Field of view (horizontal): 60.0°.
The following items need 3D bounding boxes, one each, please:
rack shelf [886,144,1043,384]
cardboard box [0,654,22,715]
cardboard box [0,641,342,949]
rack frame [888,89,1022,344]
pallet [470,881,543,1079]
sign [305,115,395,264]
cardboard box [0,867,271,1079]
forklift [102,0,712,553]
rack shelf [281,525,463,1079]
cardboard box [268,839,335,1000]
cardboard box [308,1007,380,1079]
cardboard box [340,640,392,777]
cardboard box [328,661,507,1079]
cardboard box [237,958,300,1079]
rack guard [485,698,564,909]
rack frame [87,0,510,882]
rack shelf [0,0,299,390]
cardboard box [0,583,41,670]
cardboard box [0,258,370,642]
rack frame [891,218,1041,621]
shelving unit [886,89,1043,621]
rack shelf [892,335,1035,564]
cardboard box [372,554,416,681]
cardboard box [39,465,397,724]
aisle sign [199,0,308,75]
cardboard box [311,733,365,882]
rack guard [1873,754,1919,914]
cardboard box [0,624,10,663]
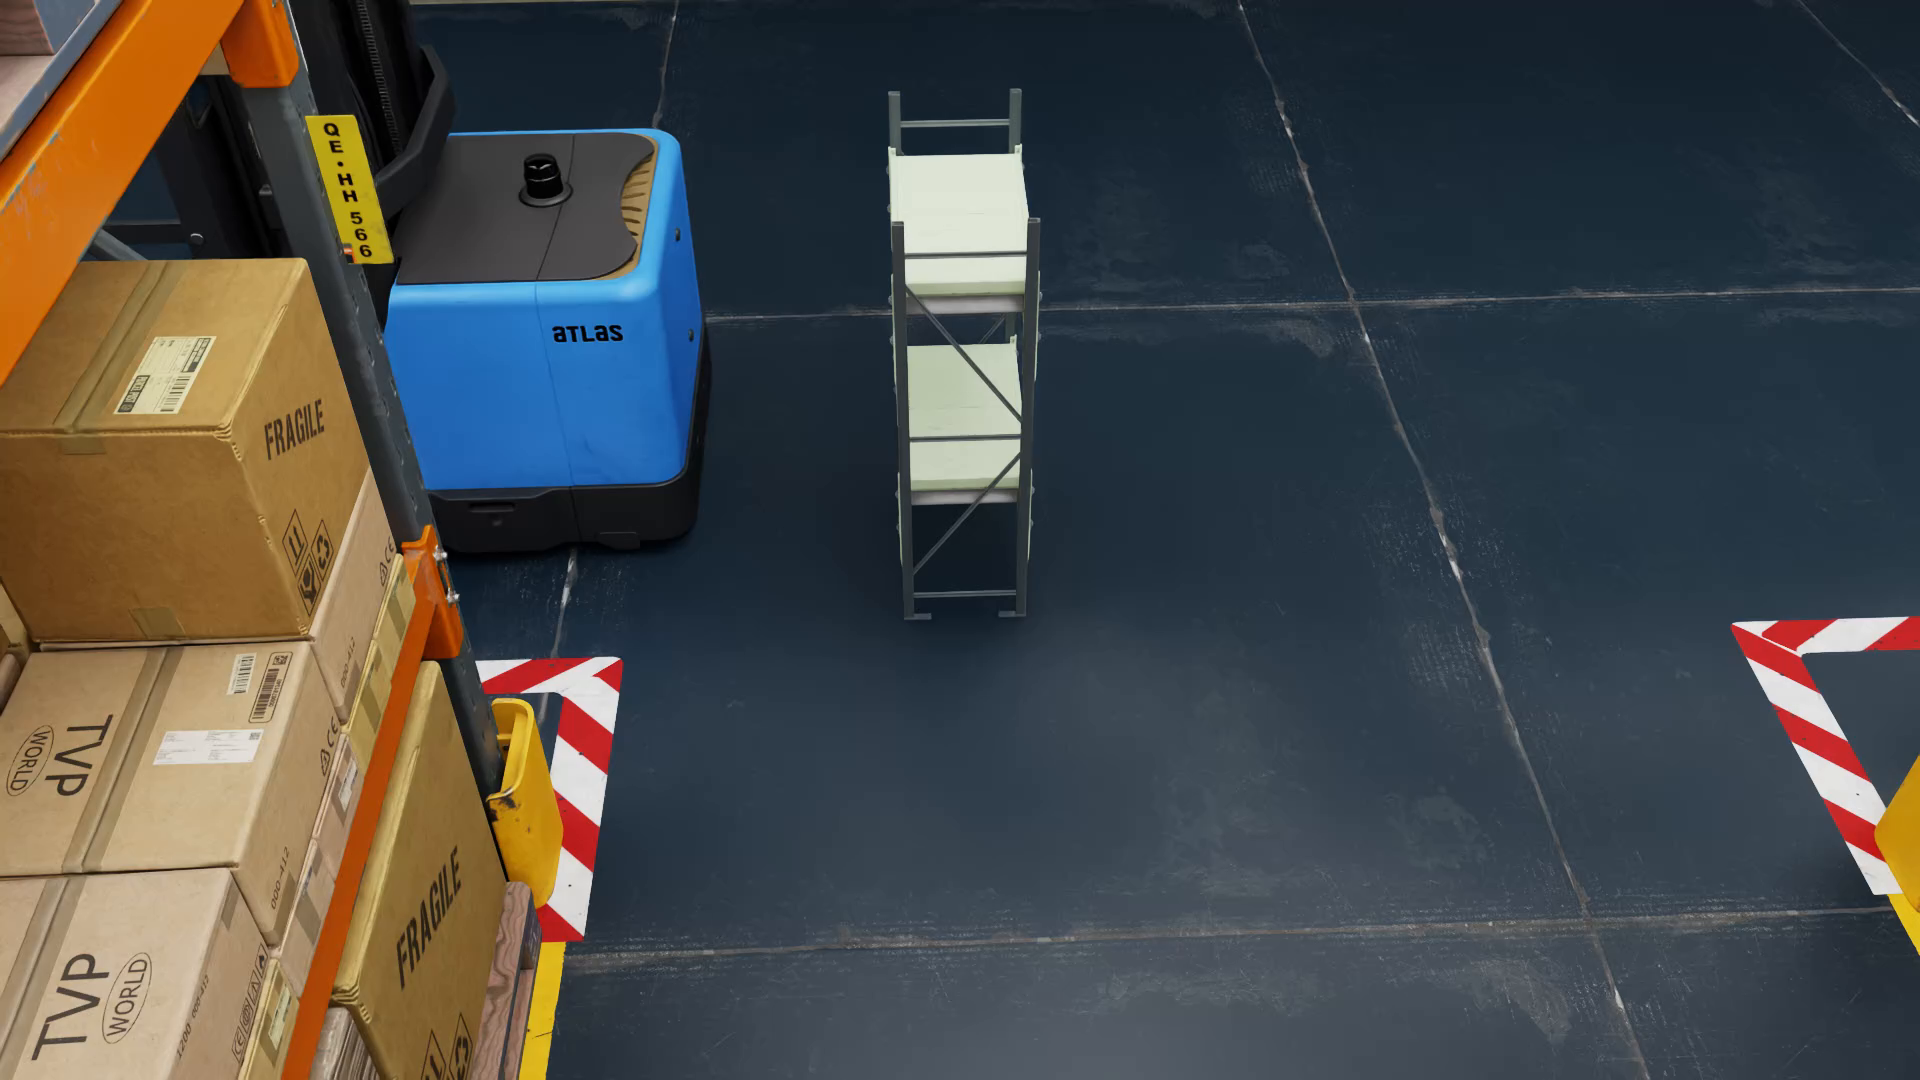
[{"bbox_3d":[0.000,-0.836,4.975,0.431,0.370,0.720,-2,43,-2],"label":"rack shelf"},{"bbox_3d":[-1.952,0.471,2.907,0.500,0.250,0.500,-2,43,-2],"label":"cardboard box"},{"bbox_3d":[-1.424,0.451,2.929,0.500,0.250,0.500,-2,43,-3],"label":"cardboard box"},{"bbox_3d":[-0.015,-0.795,5.508,0.400,1.500,0.023,-2,43,-2],"label":"rack frame"},{"bbox_3d":[-1.619,1.408,4.057,1.003,0.211,1.213,-2,43,-2],"label":"pallet"},{"bbox_3d":[-1.188,-0.677,3.237,0.100,0.325,0.005,-2,43,-2],"label":"sign"},{"bbox_3d":[-1.403,0.794,2.555,0.500,0.250,0.500,-3,43,-3],"label":"cardboard box"},{"bbox_3d":[-2.440,-1.340,5.043,3.031,2.935,1.130,-2,43,-2],"label":"forklift"},{"bbox_3d":[-1.646,1.458,2.472,1.077,0.370,4.000,-2,43,-2],"label":"rack shelf"},{"bbox_3d":[-1.355,0.681,2.973,0.380,0.149,0.250,-1,43,-1],"label":"cardboard box"},{"bbox_3d":[-1.585,1.515,3.138,0.875,0.875,0.875,-2,43,-2],"label":"cardboard box"},{"bbox_3d":[-1.374,0.342,3.343,0.380,0.149,0.250,-1,43,-1],"label":"cardboard box"},{"bbox_3d":[-1.624,0.901,3.809,0.875,0.875,0.875,-2,43,-2],"label":"cardboard box"},{"bbox_3d":[-1.342,0.856,2.782,0.380,0.149,0.250,-3,43,-3],"label":"cardboard box"},{"bbox_3d":[-1.732,0.748,4.564,1.175,0.500,0.348,-2,43,-2],"label":"rack guard"},{"bbox_3d":[-1.731,-0.157,3.702,1.000,3.000,0.127,-2,43,-2],"label":"rack frame"},{"bbox_3d":[-1.646,0.353,1.458,1.077,0.370,4.000,-2,43,-2],"label":"rack shelf"},{"bbox_3d":[-1.980,0.120,3.290,0.500,0.250,0.500,-3,43,-3],"label":"cardboard box"},{"bbox_3d":[-1.448,-0.167,3.048,0.500,0.500,0.500,-1,43,-1],"label":"cardboard box"},{"bbox_3d":[0.016,-0.301,4.969,0.400,1.500,0.023,-2,43,-2],"label":"rack frame"},{"bbox_3d":[0.000,-0.548,5.238,0.431,1.500,0.755,-2,43,-2],"label":"shelving unit"},{"bbox_3d":[0.000,-0.308,5.459,0.431,0.370,0.720,-2,43,-2],"label":"rack shelf"},{"bbox_3d":[-1.387,0.166,3.534,0.380,0.149,0.250,-1,43,-1],"label":"cardboard box"},{"bbox_3d":[-1.445,0.108,3.303,0.500,0.250,0.500,-2,43,-2],"label":"cardboard box"},{"bbox_3d":[-1.434,-1.173,2.885,0.394,0.787,0.004,-2,43,-2],"label":"aisle sign"},{"bbox_3d":[-1.365,0.512,3.157,0.380,0.149,0.250,-2,43,-2],"label":"cardboard box"},{"bbox_3d":[3.232,0.742,4.571,1.175,0.500,0.348,-2,43,-2],"label":"rack guard"},{"bbox_3d":[-1.959,0.181,2.668,0.500,0.500,0.500,-3,43,-3],"label":"cardboard box"}]
